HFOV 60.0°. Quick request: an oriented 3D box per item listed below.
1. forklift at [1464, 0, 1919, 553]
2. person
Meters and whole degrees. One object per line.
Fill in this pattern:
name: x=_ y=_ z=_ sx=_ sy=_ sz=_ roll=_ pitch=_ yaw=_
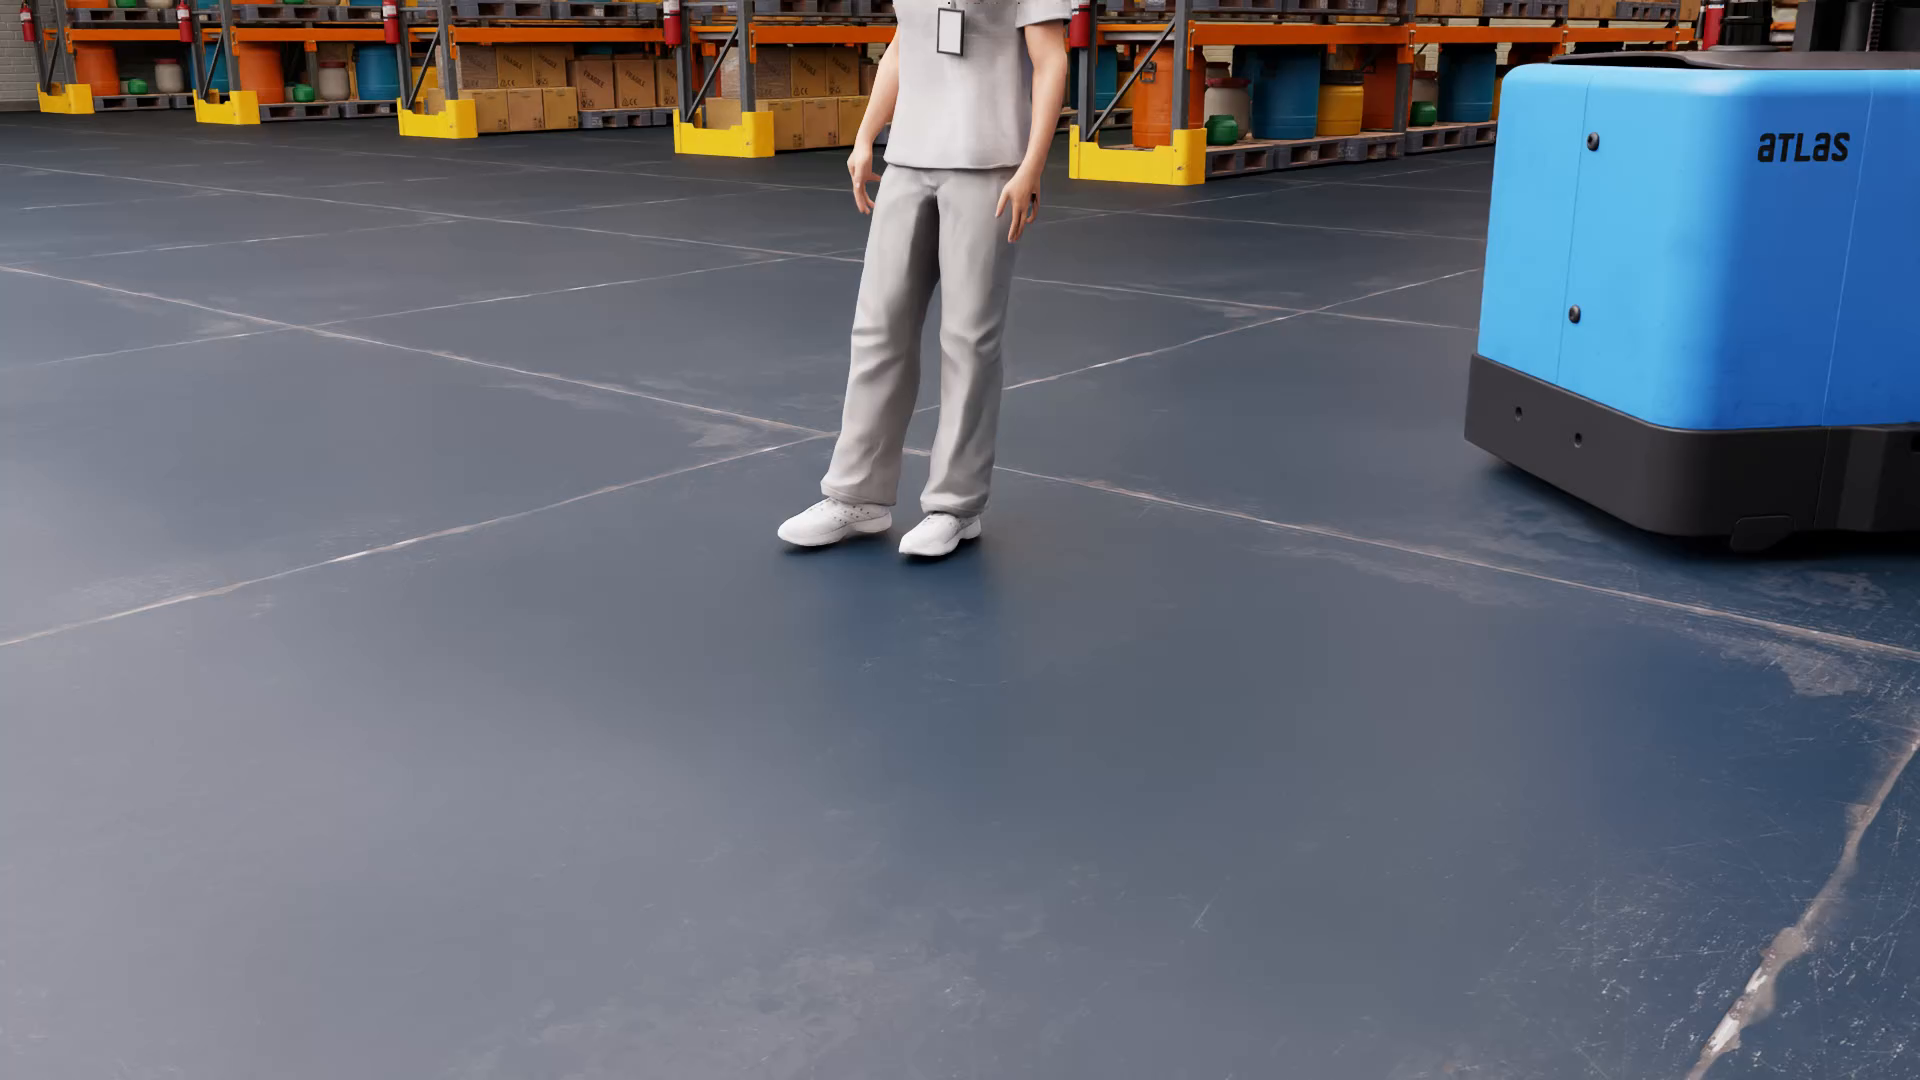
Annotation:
forklift: x=2.964 y=-1.557 z=4.024 sx=3.031 sy=2.935 sz=1.130 roll=-3 pitch=17 yaw=-9
person: x=-0.057 y=-0.794 z=3.650 sx=0.550 sy=1.675 sz=0.549 roll=13 pitch=21 yaw=37
